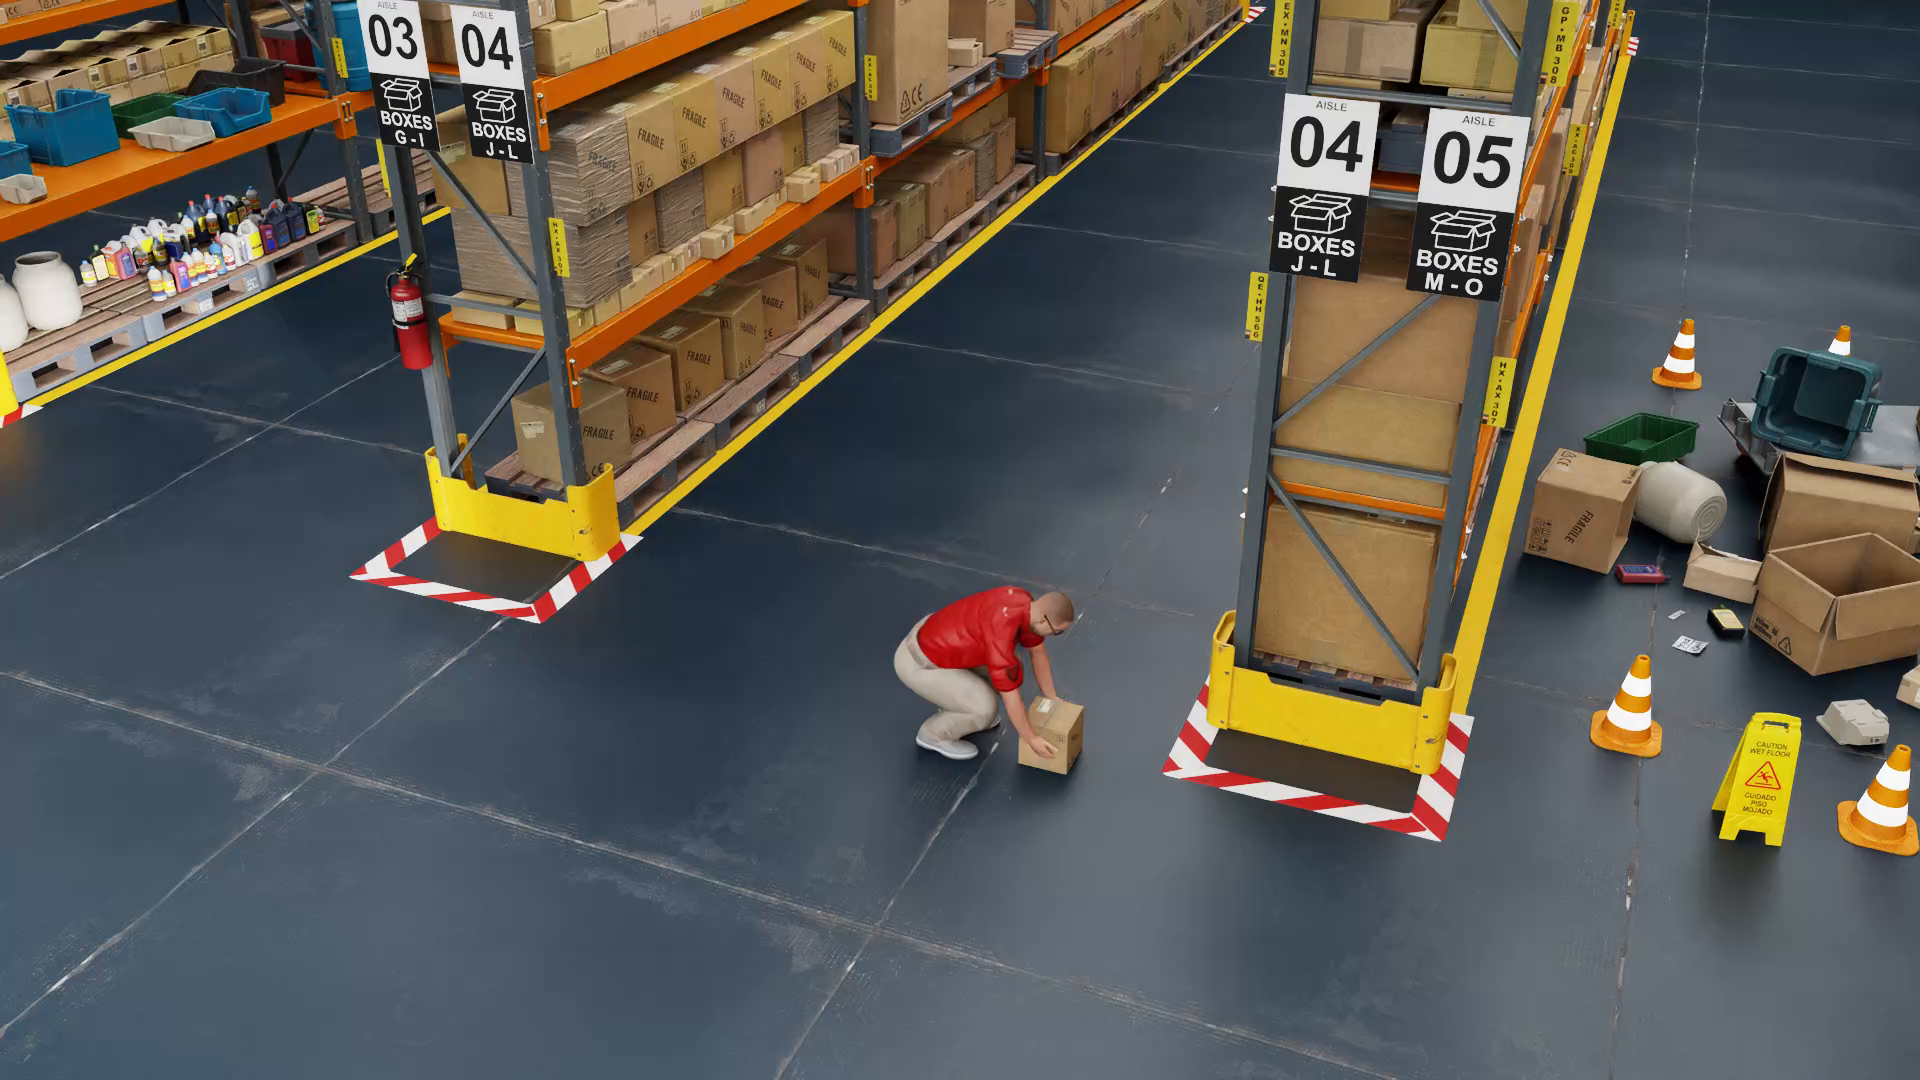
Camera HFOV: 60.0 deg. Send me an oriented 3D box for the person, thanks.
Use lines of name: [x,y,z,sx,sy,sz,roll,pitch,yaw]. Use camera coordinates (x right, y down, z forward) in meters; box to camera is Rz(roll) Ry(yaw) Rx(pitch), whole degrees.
person: [0.043,0.617,8.230,0.690,0.845,0.566,11,31,19]
